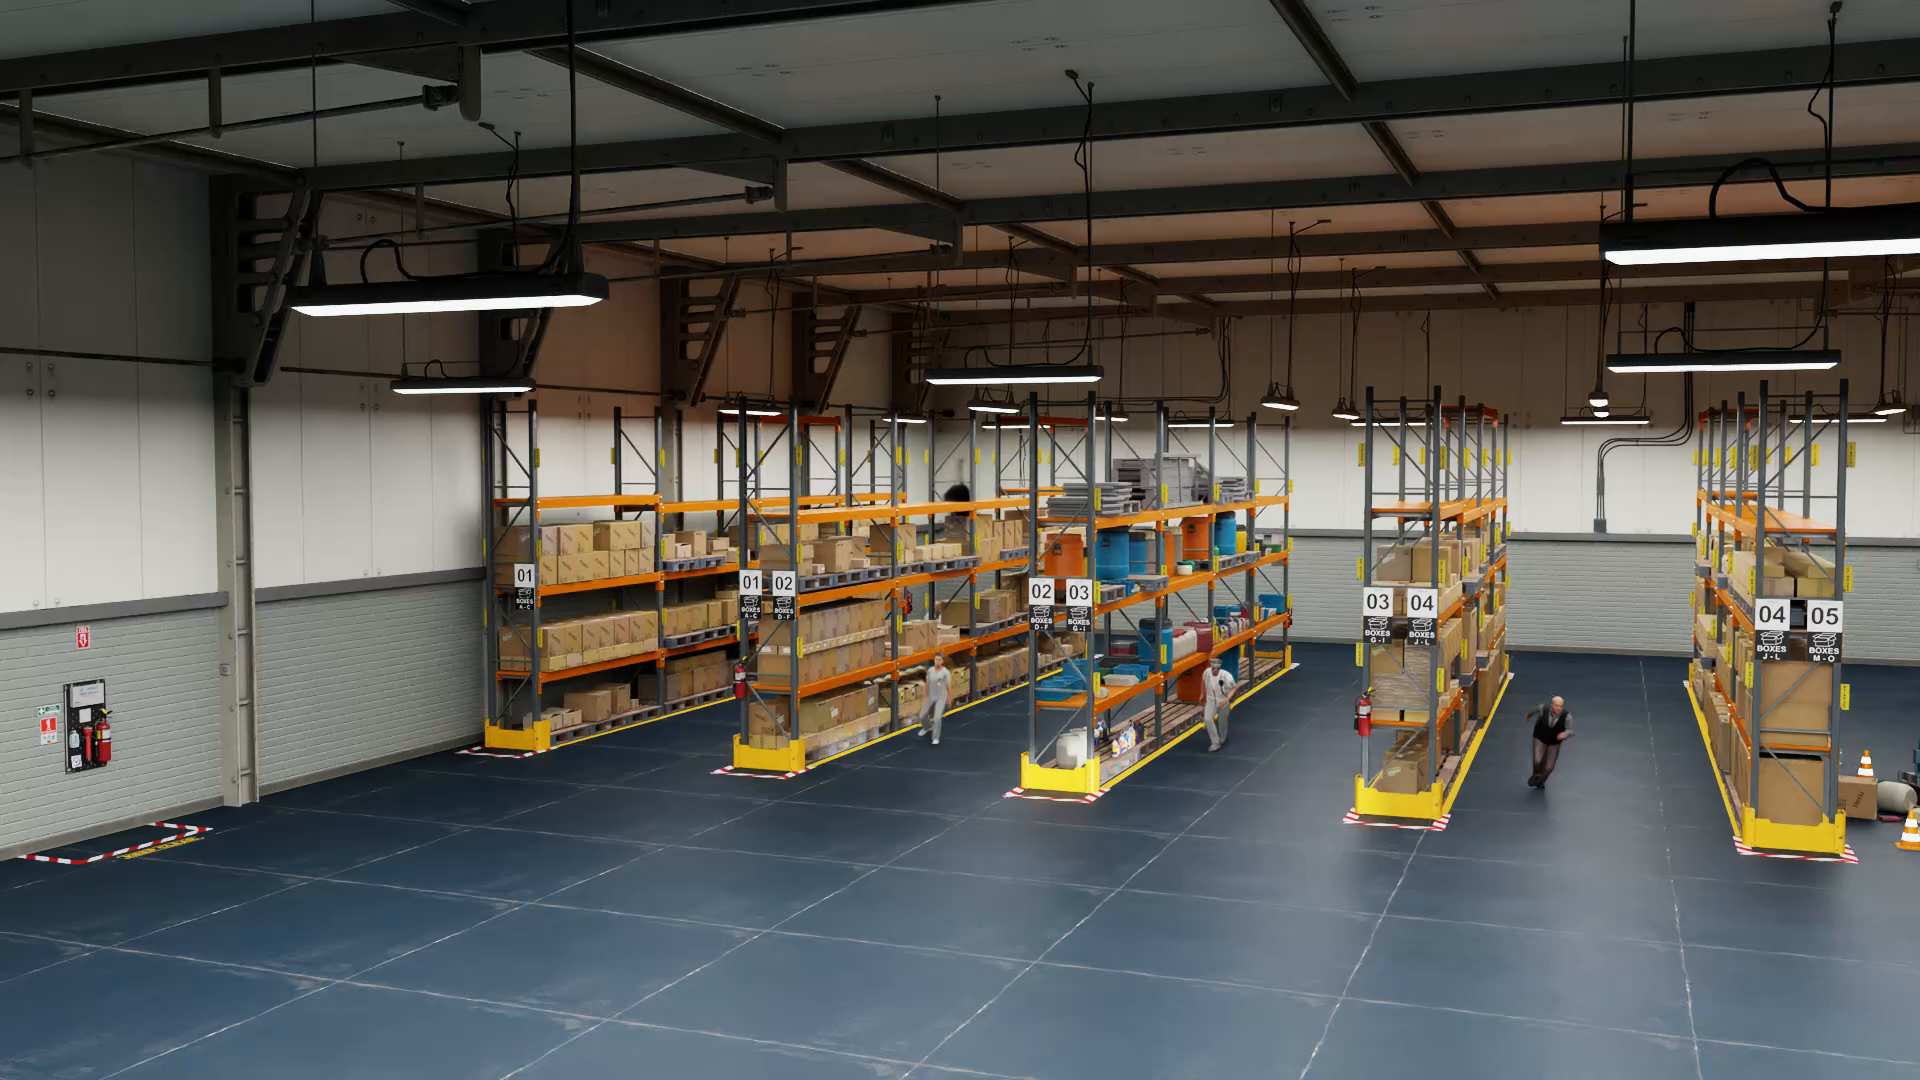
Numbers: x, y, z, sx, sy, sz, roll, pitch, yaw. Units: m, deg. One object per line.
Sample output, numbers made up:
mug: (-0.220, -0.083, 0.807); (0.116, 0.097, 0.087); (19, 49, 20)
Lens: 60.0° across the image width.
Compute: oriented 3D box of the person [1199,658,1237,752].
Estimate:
person: (4.464, 2.782, 28.589); (0.679, 1.591, 1.077); (1, 3, 23)

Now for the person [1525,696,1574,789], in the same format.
person: (8.795, 3.026, 24.775); (0.629, 1.480, 1.007); (1, 3, 12)

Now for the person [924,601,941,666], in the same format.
person: (-0.506, 2.266, 38.305); (0.729, 1.734, 0.721); (0, 3, 9)

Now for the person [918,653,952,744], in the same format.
person: (-0.456, 2.749, 29.143); (0.733, 1.606, 0.574); (1, 3, 22)
